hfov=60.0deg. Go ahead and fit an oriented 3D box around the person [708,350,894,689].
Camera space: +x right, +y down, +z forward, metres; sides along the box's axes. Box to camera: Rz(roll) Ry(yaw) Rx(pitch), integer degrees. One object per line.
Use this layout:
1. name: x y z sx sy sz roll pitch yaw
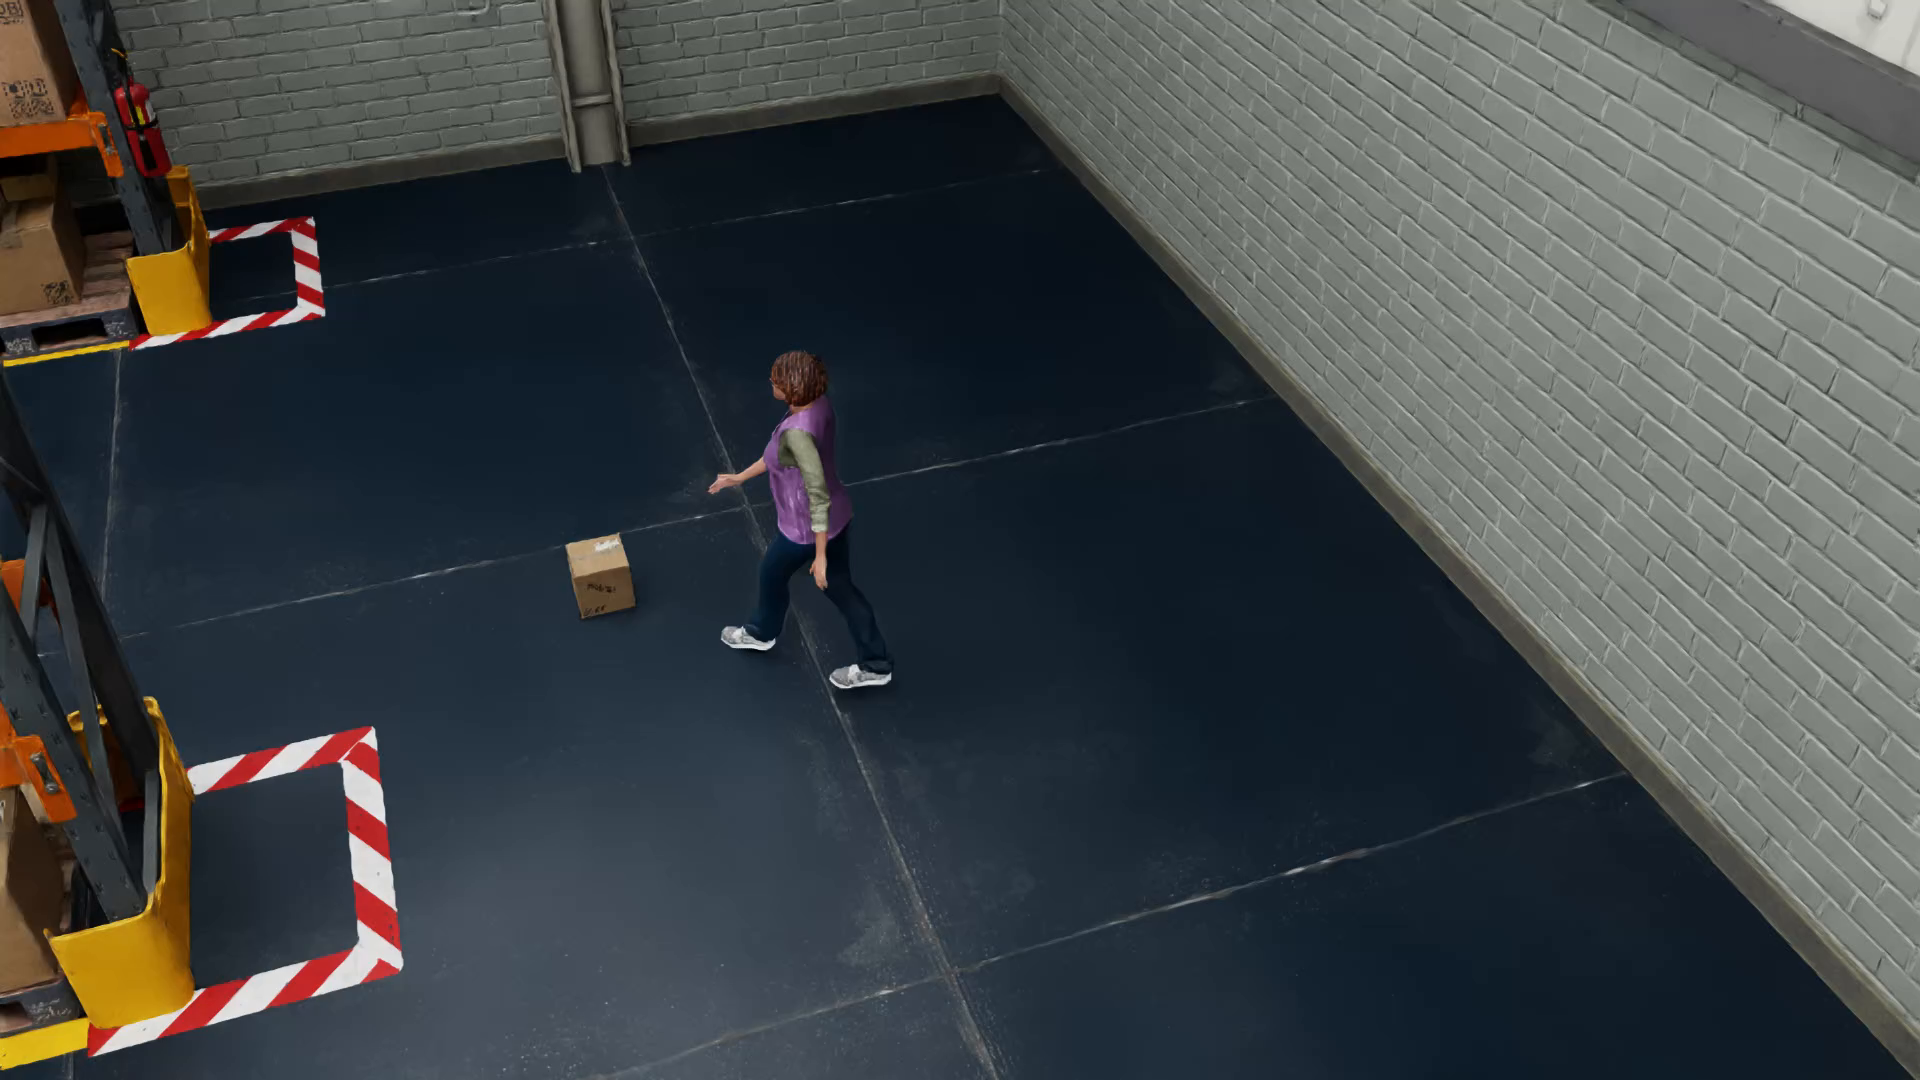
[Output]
1. person: -0.689 -0.047 6.872 0.856 1.541 0.578 11 40 14
